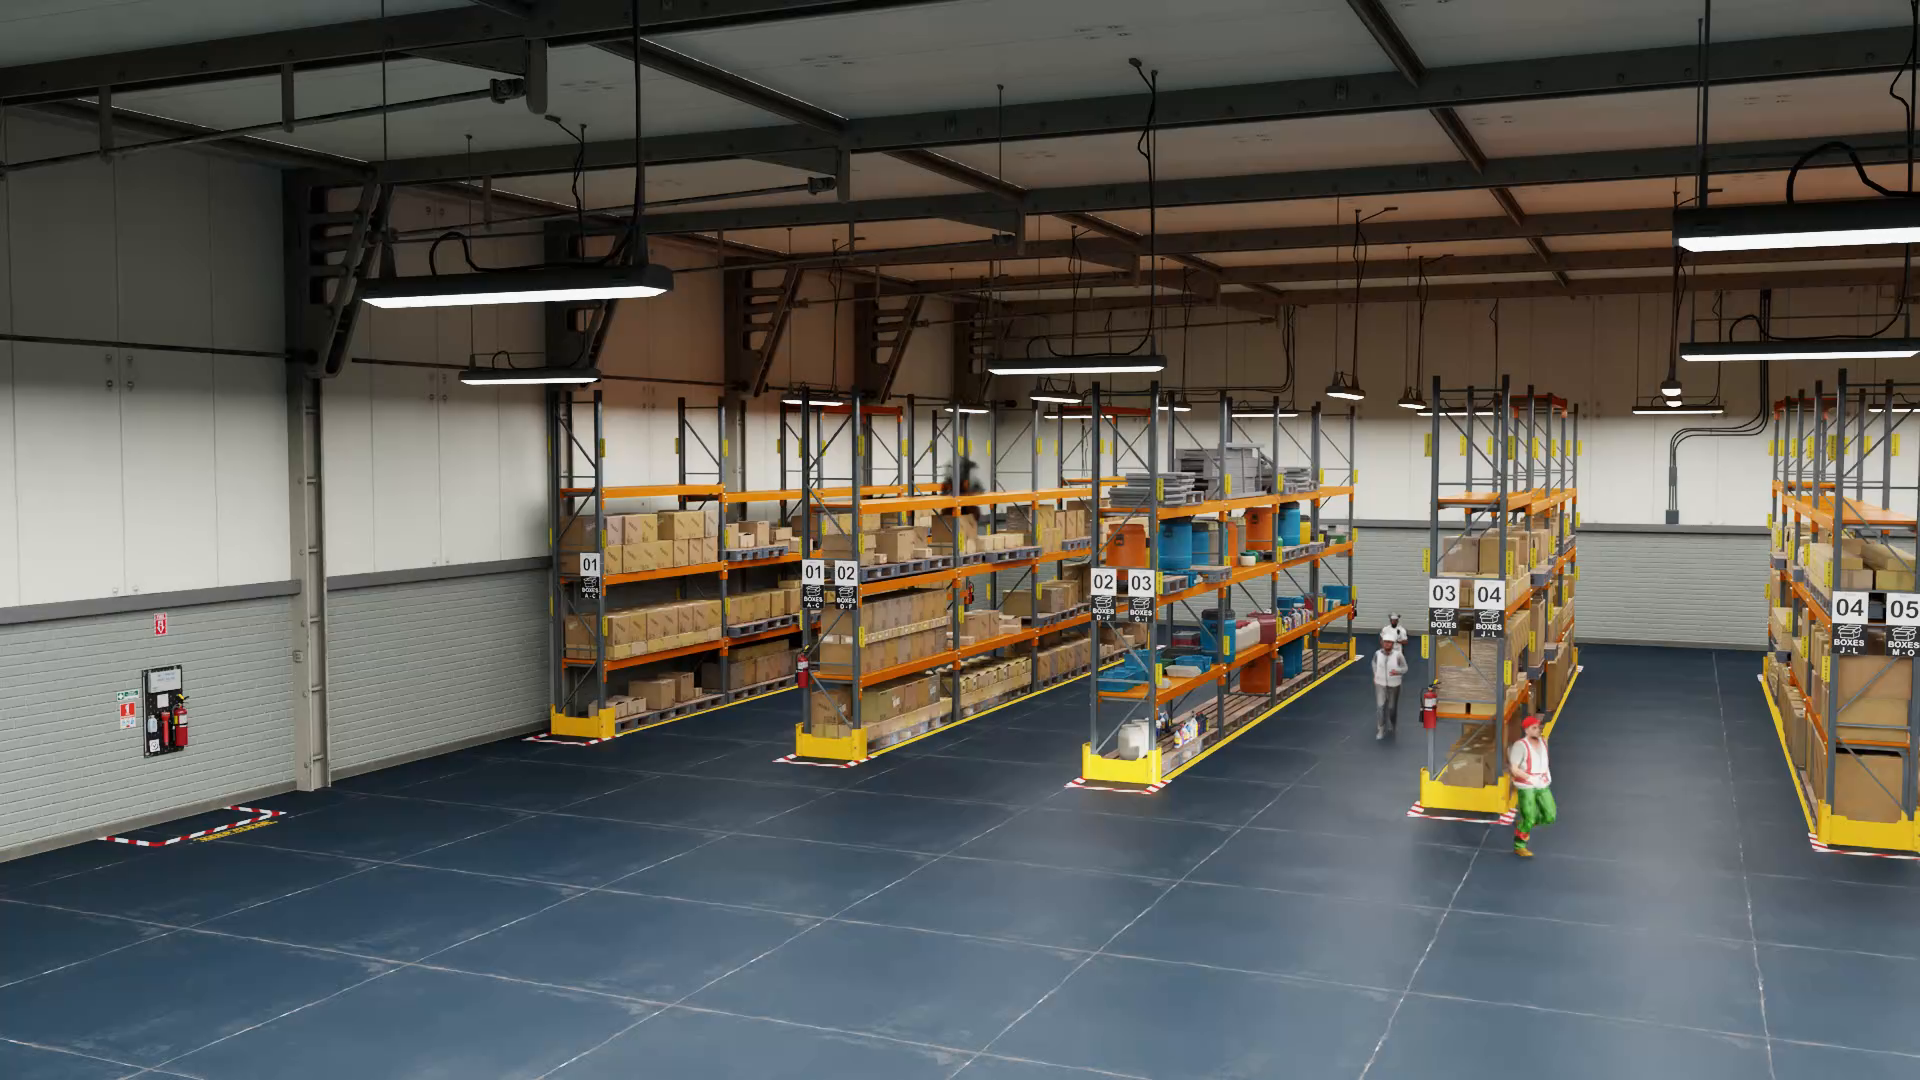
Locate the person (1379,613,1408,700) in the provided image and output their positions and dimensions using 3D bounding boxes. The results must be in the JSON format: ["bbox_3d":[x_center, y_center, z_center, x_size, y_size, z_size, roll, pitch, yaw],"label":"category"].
[{"bbox_3d":[8.671,2.323,33.282,0.557,1.757,0.709,1,3,15],"label":"person"}]

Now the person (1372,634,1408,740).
[{"bbox_3d":[7.438,2.523,28.817,0.649,1.809,0.827,1,3,21],"label":"person"}]

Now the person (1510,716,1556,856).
[{"bbox_3d":[7.013,3.012,20.259,0.684,1.737,0.626,-1,3,-22],"label":"person"}]
